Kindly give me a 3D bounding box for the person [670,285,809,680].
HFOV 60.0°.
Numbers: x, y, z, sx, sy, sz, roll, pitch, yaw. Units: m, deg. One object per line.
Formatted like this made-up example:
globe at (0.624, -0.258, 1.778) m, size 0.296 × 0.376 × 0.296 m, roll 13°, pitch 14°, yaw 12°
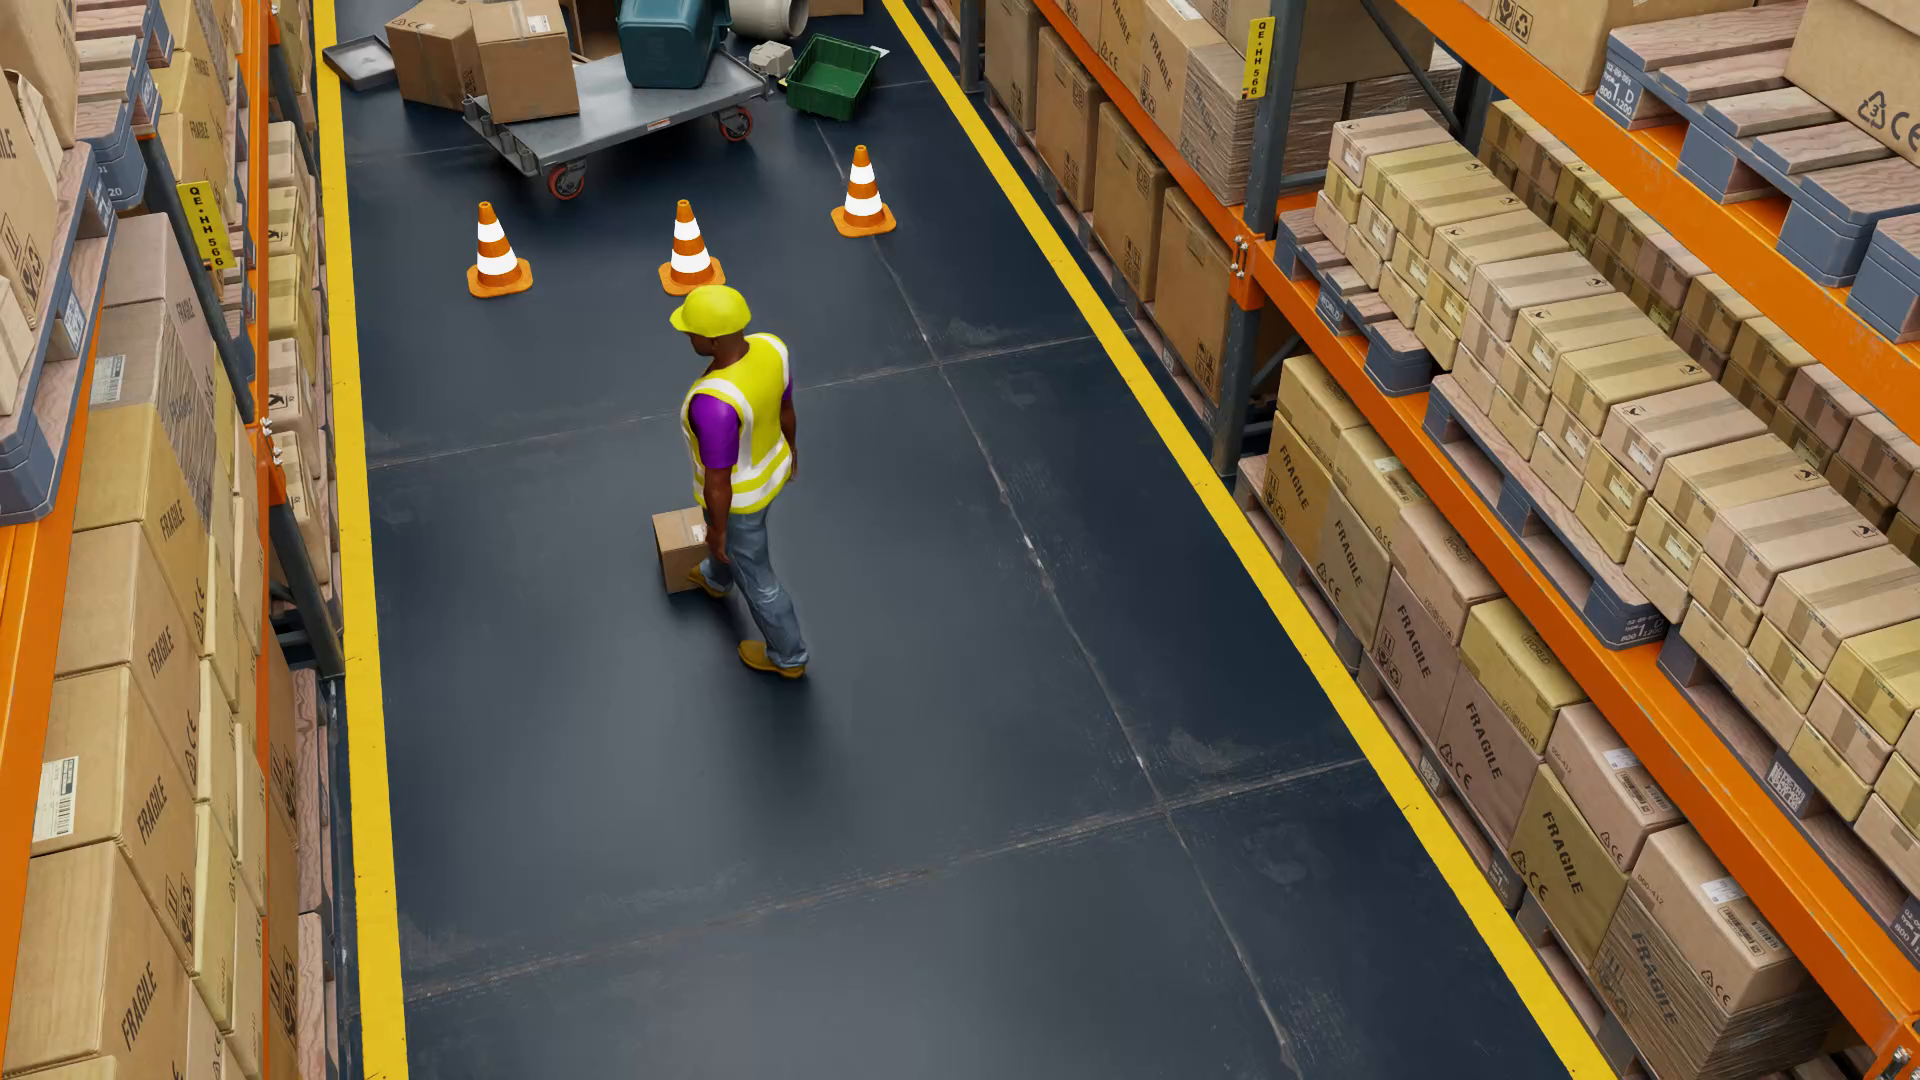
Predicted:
person at (-0.955, -0.262, 6.418) m, size 0.816 × 1.746 × 0.614 m, roll 16°, pitch 44°, yaw 17°
